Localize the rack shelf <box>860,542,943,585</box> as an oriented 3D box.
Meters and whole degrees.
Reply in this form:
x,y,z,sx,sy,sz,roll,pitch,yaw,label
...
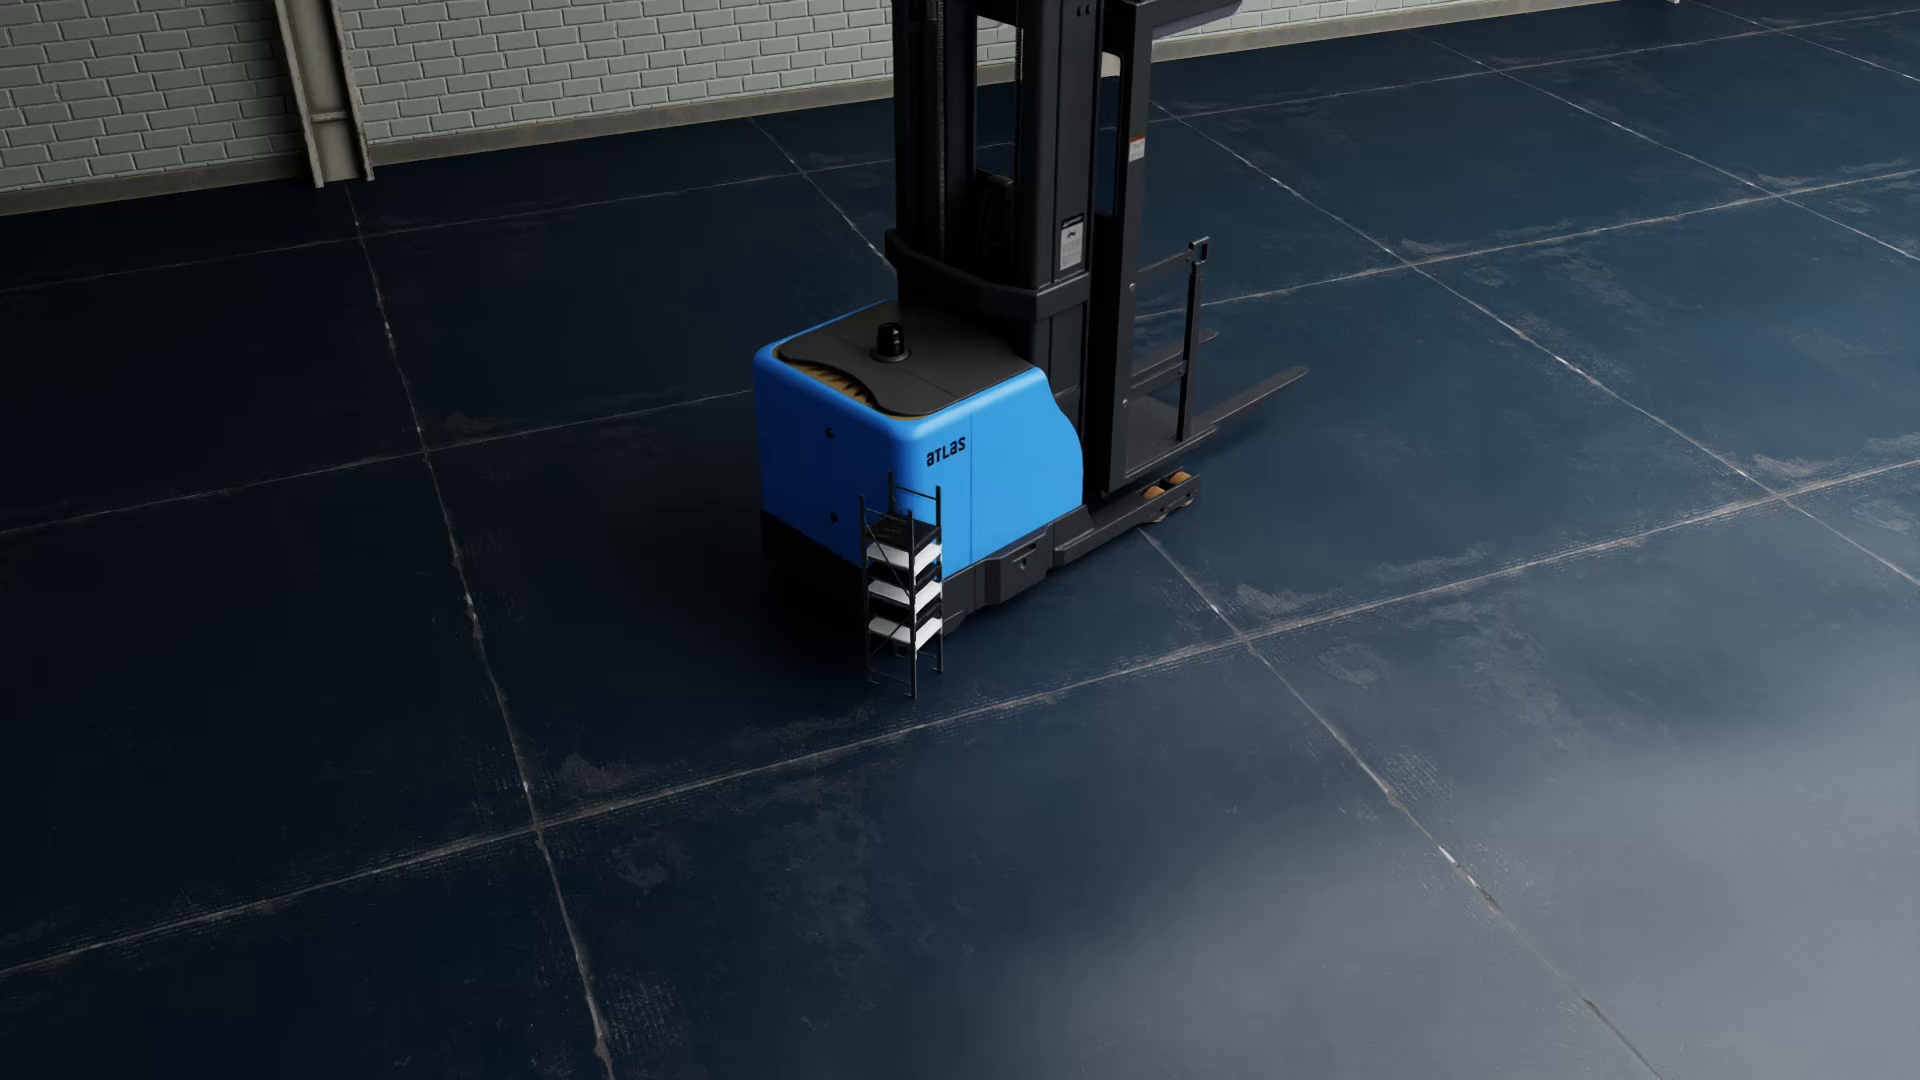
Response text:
x,y,z,sx,sy,sz,roll,pitch,yaw,label
-0.230,0.064,6.558,0.258,0.077,0.200,18,37,25,rack shelf

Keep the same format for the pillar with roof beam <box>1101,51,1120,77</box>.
x,y,z,sx,sy,sz,roll,pitch,yaw,label
2.867,-5.426,7.838,0.400,9.000,9.100,-13,35,-19,pillar with roof beam

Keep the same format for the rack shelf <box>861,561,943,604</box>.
x,y,z,sx,sy,sz,roll,pitch,yaw,label
-0.230,0.139,6.607,0.258,0.077,0.200,18,37,25,rack shelf

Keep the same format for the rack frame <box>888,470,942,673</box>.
x,y,z,sx,sy,sz,roll,pitch,yaw,label
-0.178,0.139,6.712,0.240,0.900,0.006,18,37,25,rack frame

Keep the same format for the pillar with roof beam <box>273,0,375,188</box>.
x,y,z,sx,sy,sz,roll,pitch,yaw,label
-2.665,-4.159,5.891,0.400,9.000,9.100,-13,35,-19,pillar with roof beam

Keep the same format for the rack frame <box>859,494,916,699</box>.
x,y,z,sx,sy,sz,roll,pitch,yaw,label
-0.282,0.234,6.565,0.240,0.900,0.006,18,37,25,rack frame

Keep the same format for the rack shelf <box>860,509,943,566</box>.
x,y,z,sx,sy,sz,roll,pitch,yaw,label
-0.230,-0.012,6.509,0.258,0.077,0.200,18,37,25,rack shelf

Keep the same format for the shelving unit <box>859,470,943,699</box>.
x,y,z,sx,sy,sz,roll,pitch,yaw,label
-0.230,0.186,6.638,0.258,0.900,0.210,18,37,25,shelving unit

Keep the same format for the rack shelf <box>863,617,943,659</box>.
x,y,z,sx,sy,sz,roll,pitch,yaw,label
-0.230,0.365,6.755,0.258,0.077,0.200,18,37,25,rack shelf

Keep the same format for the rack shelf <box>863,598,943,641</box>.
x,y,z,sx,sy,sz,roll,pitch,yaw,label
-0.230,0.290,6.706,0.258,0.077,0.200,18,37,25,rack shelf

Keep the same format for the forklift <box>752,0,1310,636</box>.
x,y,z,sx,sy,sz,roll,pitch,yaw,label
0.516,-1.497,7.363,3.031,2.935,1.130,-28,42,-36,forklift

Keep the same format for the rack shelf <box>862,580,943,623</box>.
x,y,z,sx,sy,sz,roll,pitch,yaw,label
-0.230,0.214,6.656,0.258,0.077,0.200,18,37,25,rack shelf
